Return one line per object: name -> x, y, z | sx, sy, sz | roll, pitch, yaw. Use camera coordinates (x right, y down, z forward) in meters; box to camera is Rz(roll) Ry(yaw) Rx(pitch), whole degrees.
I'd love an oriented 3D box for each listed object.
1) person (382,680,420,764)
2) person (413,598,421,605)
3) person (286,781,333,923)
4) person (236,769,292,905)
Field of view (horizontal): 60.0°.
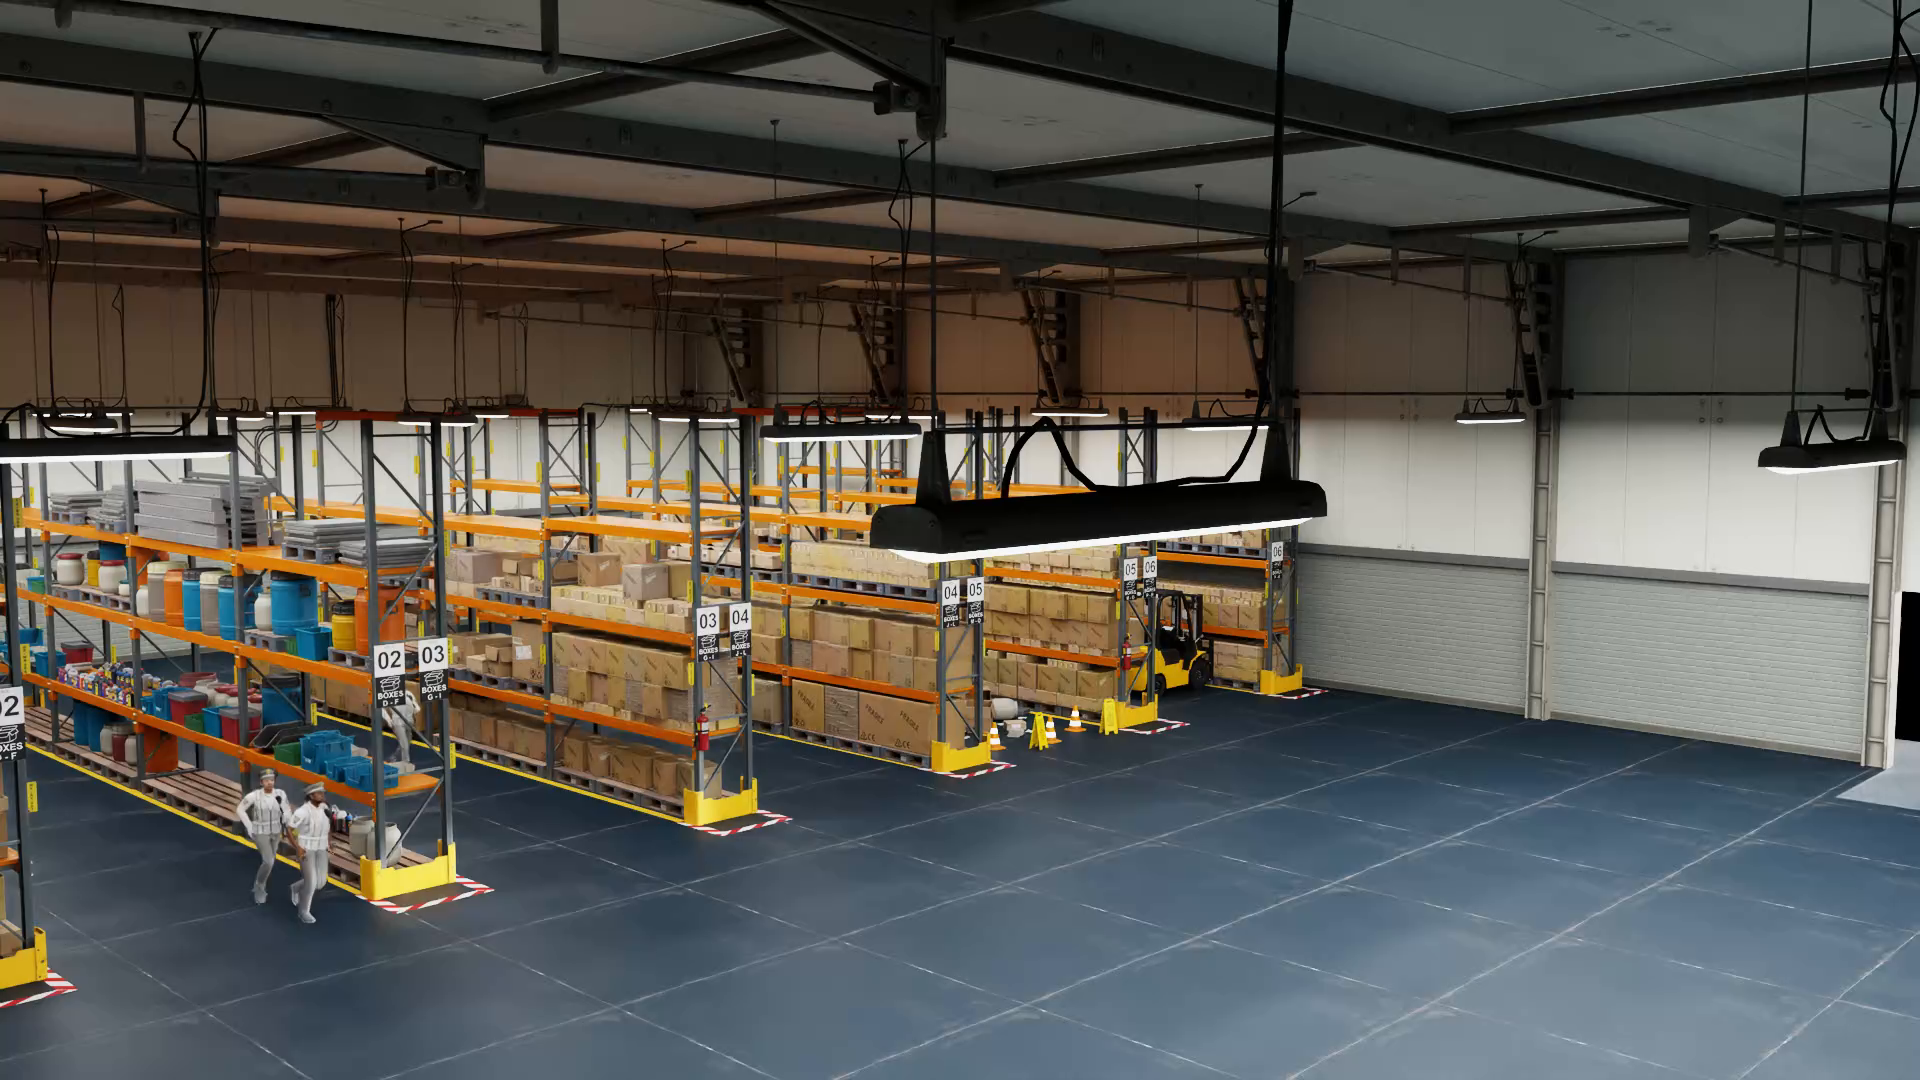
person -> -9.182, 3.047, 27.343 | 0.938, 1.674, 0.596 | 4, 6, 37
person -> -12.713, 2.099, 38.832 | 0.610, 1.592, 0.837 | 1, 5, 12
person -> -7.882, 3.746, 20.165 | 0.579, 1.648, 0.614 | 3, 6, 31
person -> -8.603, 3.671, 20.684 | 0.674, 1.703, 0.590 | 5, 7, 44
